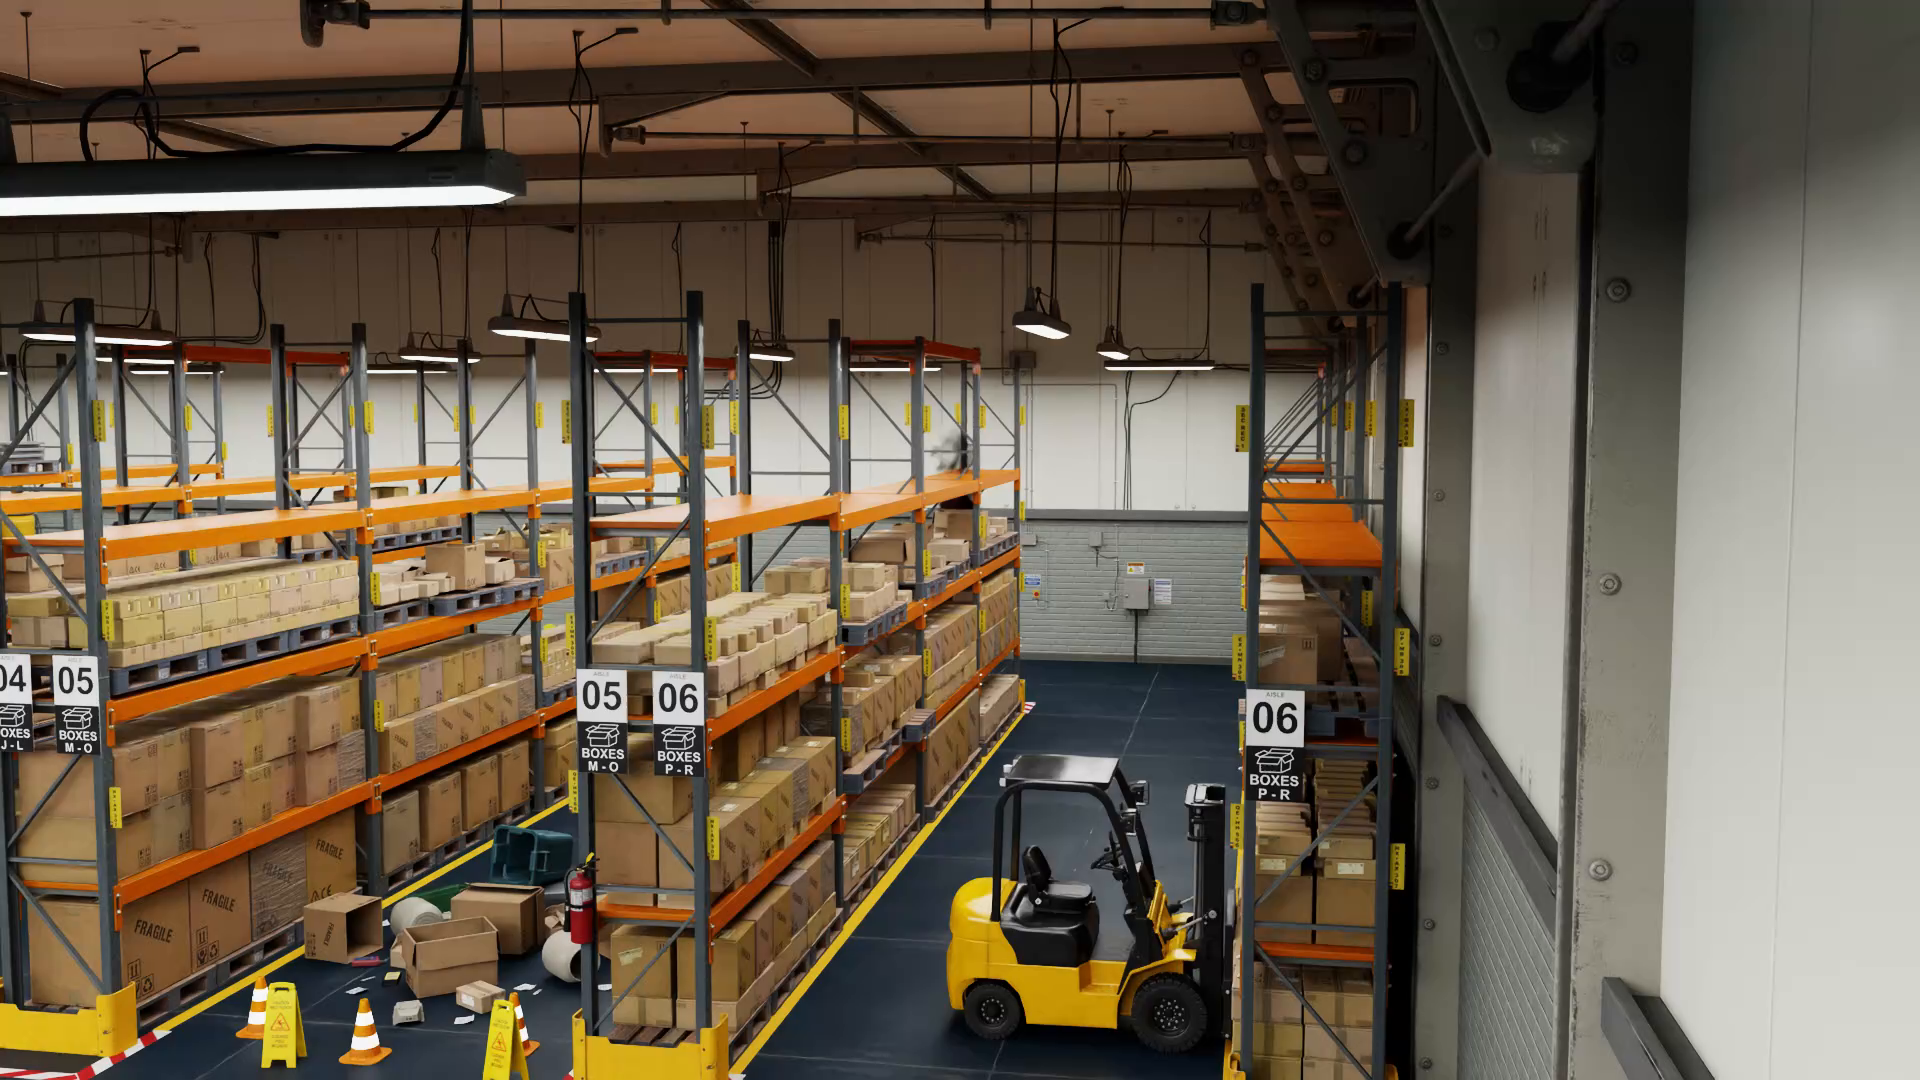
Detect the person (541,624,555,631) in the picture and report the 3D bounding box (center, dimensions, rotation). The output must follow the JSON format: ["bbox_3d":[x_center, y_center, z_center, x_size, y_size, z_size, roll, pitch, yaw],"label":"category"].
[{"bbox_3d":[-6.481,2.188,26.304,0.682,1.729,0.599,1,5,9],"label":"person"}]
